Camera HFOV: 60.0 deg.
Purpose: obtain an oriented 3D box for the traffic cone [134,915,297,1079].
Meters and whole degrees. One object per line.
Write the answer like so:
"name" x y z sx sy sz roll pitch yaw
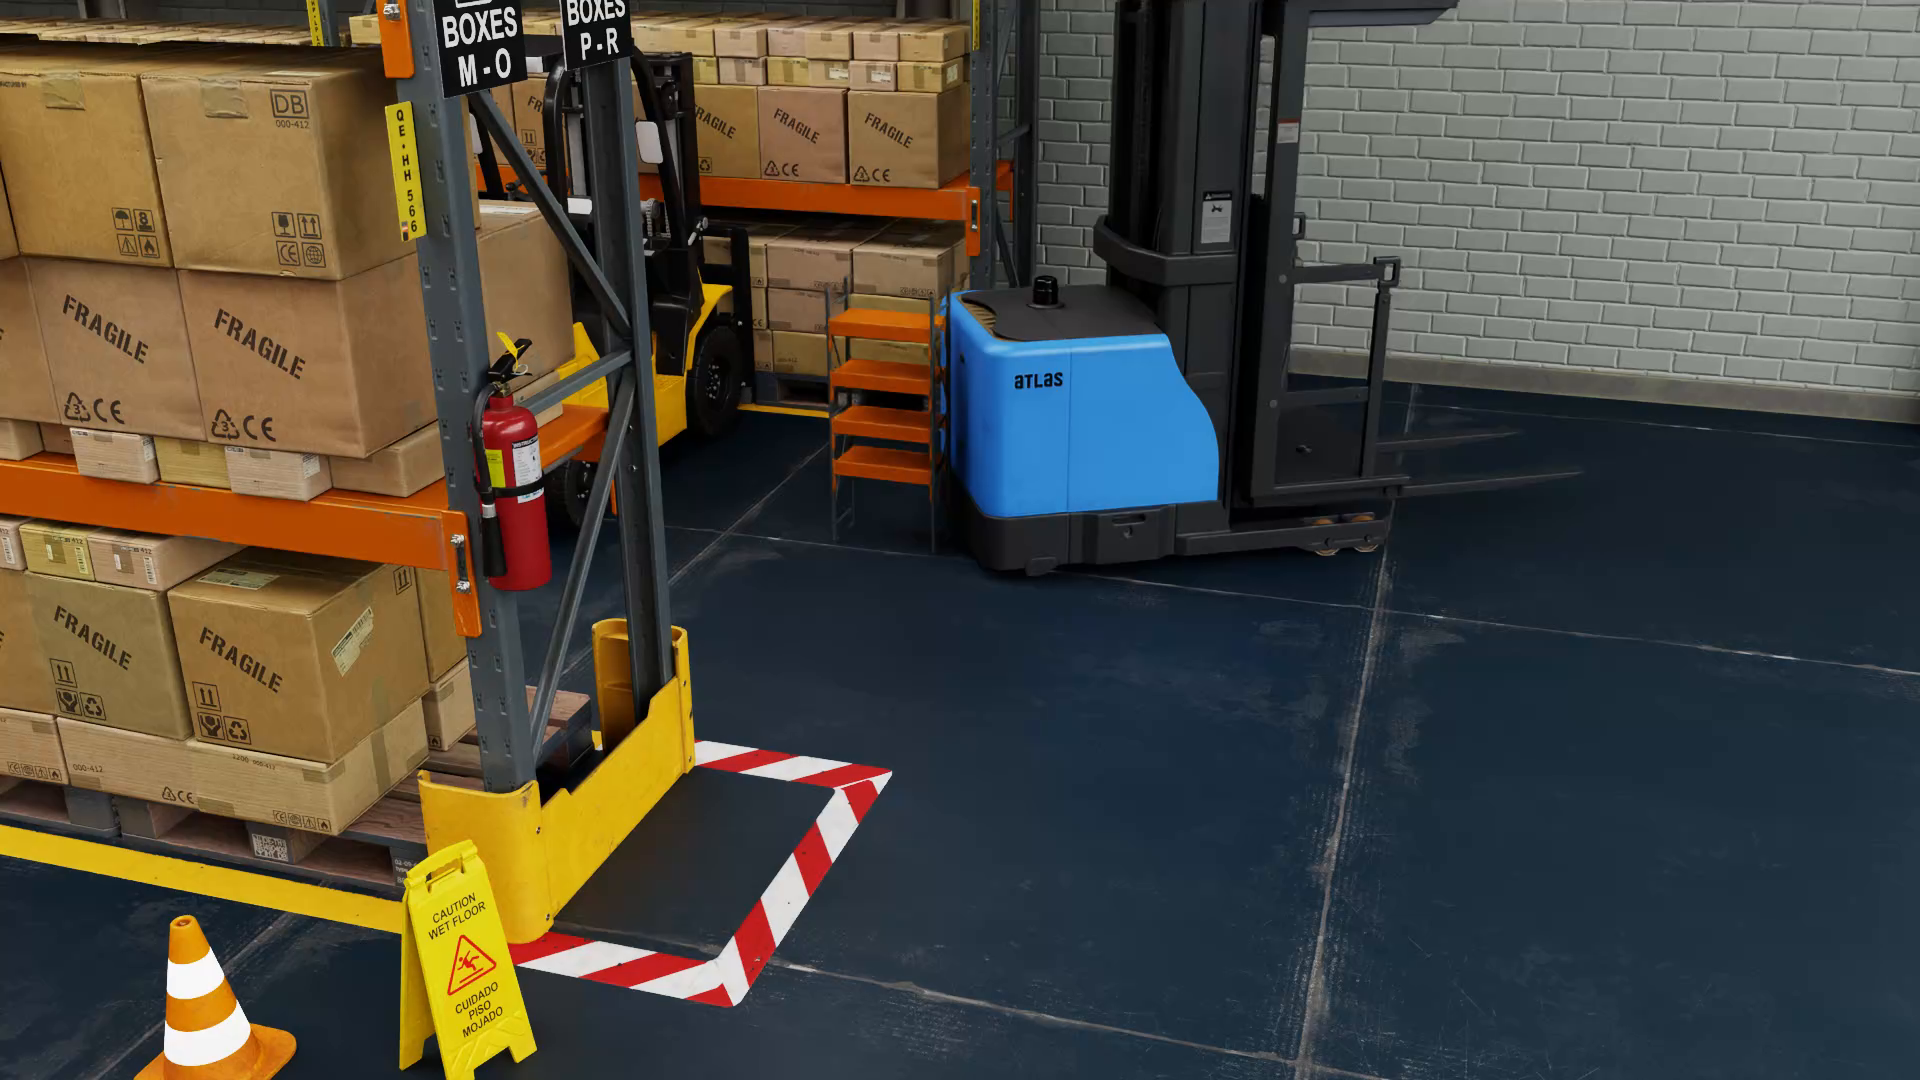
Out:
"traffic cone" -1.960 1.177 4.291 0.334 0.463 0.336 7 23 16

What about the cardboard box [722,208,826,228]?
"cardboard box" -1.106 -1.841 10.057 0.500 0.250 0.500 6 23 15

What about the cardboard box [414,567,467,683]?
"cardboard box" -1.891 0.121 5.604 0.500 0.500 0.500 6 23 14

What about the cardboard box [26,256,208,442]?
"cardboard box" -2.253 -0.618 4.801 0.500 0.500 0.500 7 23 16

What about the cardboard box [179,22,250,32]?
"cardboard box" -4.812 -3.257 10.771 0.250 0.149 0.380 7 23 15

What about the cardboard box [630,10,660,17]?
"cardboard box" -1.966 -3.067 9.917 0.250 0.149 0.380 6 23 15

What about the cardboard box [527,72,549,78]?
"cardboard box" -2.375 -2.747 9.528 0.250 0.149 0.380 6 23 15

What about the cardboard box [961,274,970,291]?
"cardboard box" -0.136 -1.503 9.892 0.500 0.250 0.500 7 23 16

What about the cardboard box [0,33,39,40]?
"cardboard box" -3.166 -1.223 4.959 0.500 0.500 0.700 6 23 15

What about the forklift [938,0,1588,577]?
"forklift" 1.468 -1.473 7.498 3.031 2.935 1.130 -5 23 -12

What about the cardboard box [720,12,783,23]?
"cardboard box" -1.218 -3.002 9.758 0.250 0.149 0.380 6 23 14

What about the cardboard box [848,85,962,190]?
"cardboard box" -0.293 -2.227 9.115 0.500 0.500 0.500 6 23 14

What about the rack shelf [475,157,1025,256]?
"rack shelf" -1.660 -2.109 9.906 4.000 0.370 1.077 7 23 16

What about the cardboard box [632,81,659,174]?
"cardboard box" -1.762 -2.394 9.523 0.500 0.500 0.500 7 23 16

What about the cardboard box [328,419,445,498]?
"cardboard box" -1.596 -0.265 4.796 0.250 0.149 0.380 7 23 17

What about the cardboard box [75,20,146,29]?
"cardboard box" -5.559 -3.322 10.930 0.250 0.149 0.380 7 23 17

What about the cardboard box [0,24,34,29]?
"cardboard box" -6.172 -3.215 10.669 0.250 0.149 0.380 7 23 16

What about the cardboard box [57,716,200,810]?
"cardboard box" -2.521 0.609 5.403 0.500 0.250 0.500 7 23 16

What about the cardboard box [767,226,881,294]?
"cardboard box" -0.767 -1.598 9.466 0.500 0.250 0.500 7 23 16

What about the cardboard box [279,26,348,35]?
"cardboard box" -4.091 -3.172 10.564 0.250 0.149 0.380 6 23 14

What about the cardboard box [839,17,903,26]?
"cardboard box" -0.503 -2.885 9.473 0.250 0.149 0.380 7 23 17

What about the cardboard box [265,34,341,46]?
"cardboard box" -3.966 -2.964 10.057 0.250 0.149 0.380 7 23 17

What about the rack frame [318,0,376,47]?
"rack frame" -3.575 -2.661 10.304 0.127 3.000 1.000 7 23 16

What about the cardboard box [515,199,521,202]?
"cardboard box" -2.559 -2.012 10.474 0.500 0.250 0.500 6 23 15

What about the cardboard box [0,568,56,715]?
"cardboard box" -3.000 0.206 5.398 0.500 0.500 0.500 6 23 14

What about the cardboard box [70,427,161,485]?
"cardboard box" -2.365 -0.306 4.895 0.250 0.149 0.380 7 23 16

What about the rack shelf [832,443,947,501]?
"rack shelf" -0.317 -0.316 7.660 0.480 0.148 0.258 7 23 17

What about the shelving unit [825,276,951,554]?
"shelving unit" -0.317 -0.562 7.559 0.503 1.200 0.258 7 23 17

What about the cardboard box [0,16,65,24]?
"cardboard box" -6.267 -3.443 11.225 0.250 0.149 0.380 6 23 14

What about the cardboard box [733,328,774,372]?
"cardboard box" -1.237 -1.197 9.806 0.500 0.250 0.500 7 23 16

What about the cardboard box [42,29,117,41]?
"cardboard box" -5.474 -3.094 10.374 0.250 0.149 0.380 6 23 14

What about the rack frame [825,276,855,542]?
"rack frame" -0.549 -0.591 7.630 0.015 1.200 0.240 7 23 17

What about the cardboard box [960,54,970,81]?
"cardboard box" 0.004 -2.700 9.413 0.250 0.149 0.380 6 23 14

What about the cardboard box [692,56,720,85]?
"cardboard box" -1.394 -2.637 9.259 0.250 0.149 0.380 7 23 16

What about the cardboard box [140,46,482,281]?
"cardboard box" -1.728 -1.042 4.515 0.500 0.500 0.700 6 23 14

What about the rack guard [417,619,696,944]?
"rack guard" -1.249 0.730 5.332 0.348 0.500 1.175 7 23 16

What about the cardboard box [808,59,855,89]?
"cardboard box" -0.643 -2.573 9.103 0.250 0.149 0.380 7 23 17

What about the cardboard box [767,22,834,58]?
"cardboard box" -0.870 -2.758 9.162 0.250 0.149 0.380 7 23 16

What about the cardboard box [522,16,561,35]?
"cardboard box" -2.359 -2.897 9.502 0.250 0.149 0.380 6 23 15

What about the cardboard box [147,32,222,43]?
"cardboard box" -4.728 -3.012 10.174 0.250 0.149 0.380 6 23 14

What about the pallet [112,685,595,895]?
"pallet" -2.016 0.761 5.635 1.213 0.211 1.003 7 23 16

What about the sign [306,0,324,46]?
"sign" -3.723 -2.962 9.616 0.005 0.325 0.100 7 23 16

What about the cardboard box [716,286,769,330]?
"cardboard box" -1.279 -1.423 9.698 0.500 0.250 0.500 6 23 14

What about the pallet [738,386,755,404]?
"pallet" -1.654 -1.135 10.259 1.213 0.211 1.003 7 23 15

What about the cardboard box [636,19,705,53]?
"cardboard box" -1.620 -2.835 9.350 0.250 0.149 0.380 7 23 16

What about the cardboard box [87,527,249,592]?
"cardboard box" -2.389 0.003 5.036 0.250 0.149 0.380 7 23 17

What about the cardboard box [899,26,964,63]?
"cardboard box" -0.150 -2.669 8.946 0.250 0.149 0.380 7 23 16
